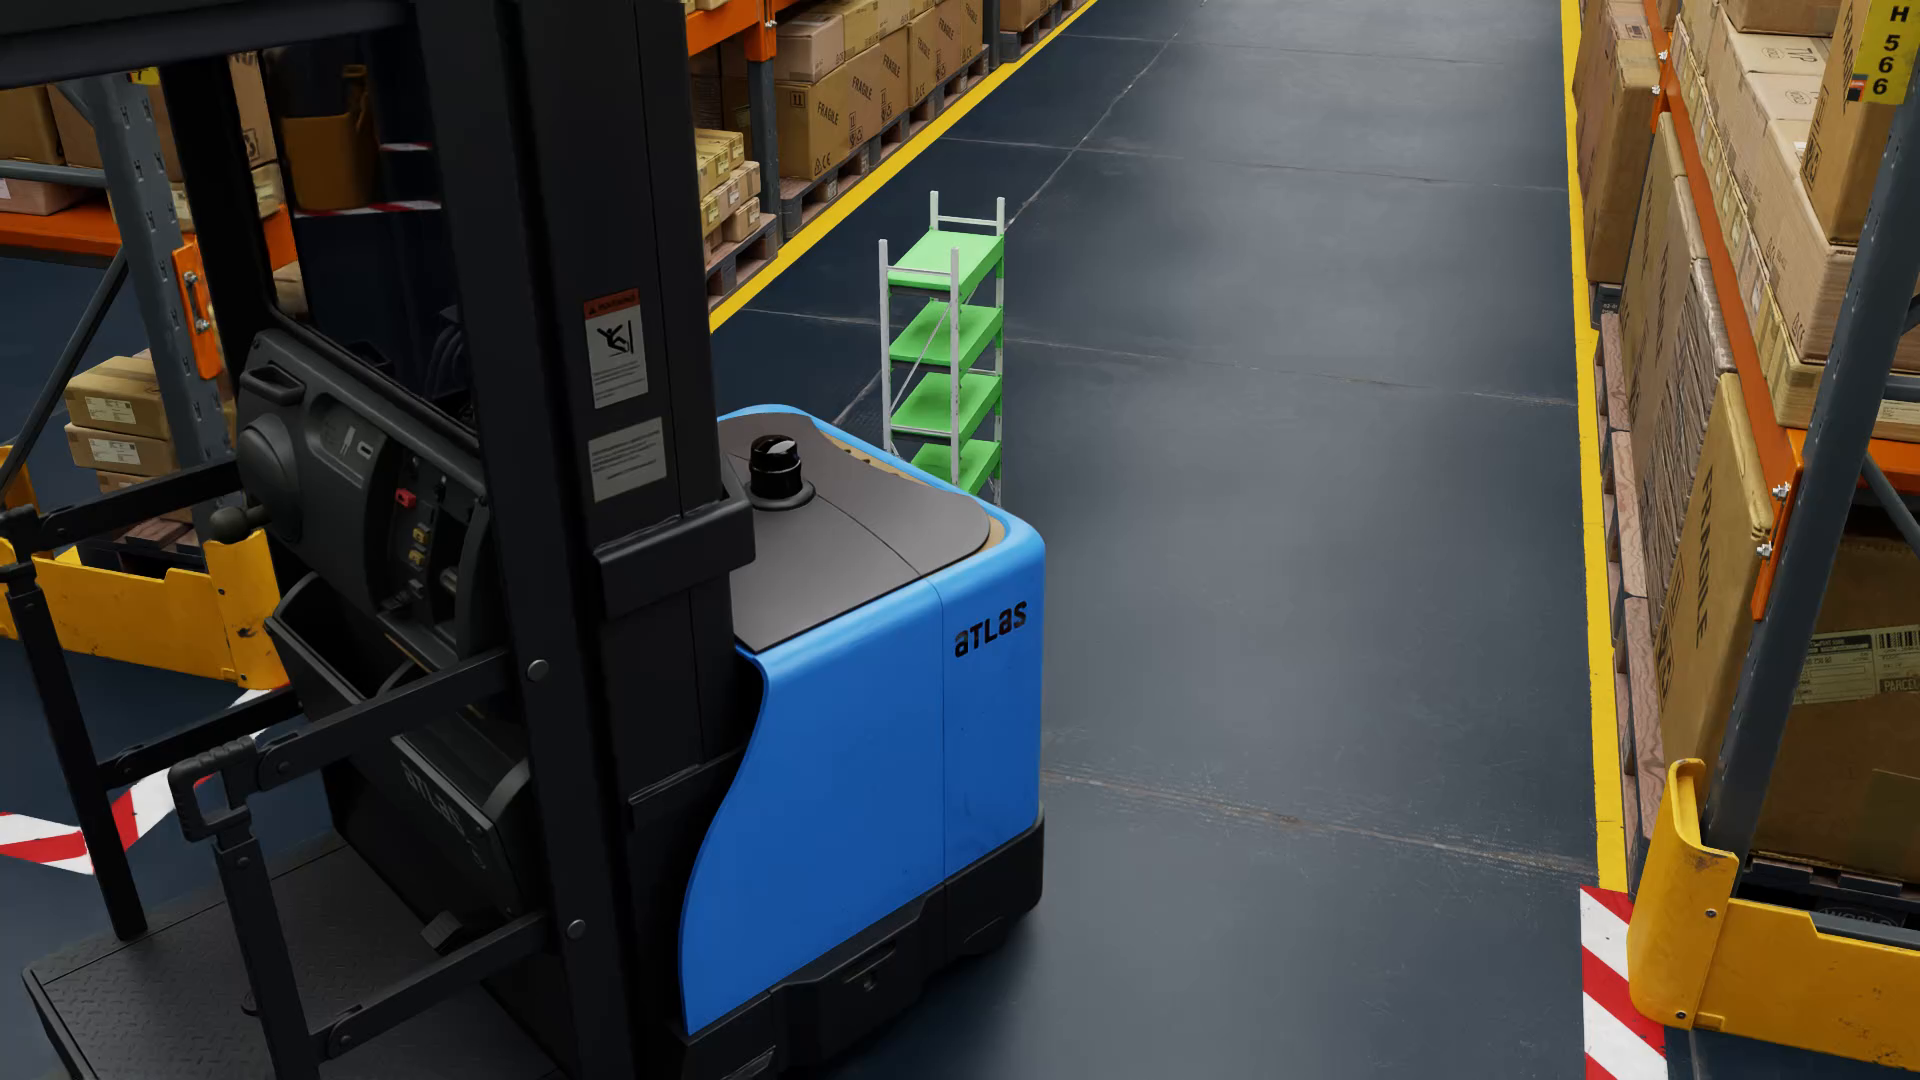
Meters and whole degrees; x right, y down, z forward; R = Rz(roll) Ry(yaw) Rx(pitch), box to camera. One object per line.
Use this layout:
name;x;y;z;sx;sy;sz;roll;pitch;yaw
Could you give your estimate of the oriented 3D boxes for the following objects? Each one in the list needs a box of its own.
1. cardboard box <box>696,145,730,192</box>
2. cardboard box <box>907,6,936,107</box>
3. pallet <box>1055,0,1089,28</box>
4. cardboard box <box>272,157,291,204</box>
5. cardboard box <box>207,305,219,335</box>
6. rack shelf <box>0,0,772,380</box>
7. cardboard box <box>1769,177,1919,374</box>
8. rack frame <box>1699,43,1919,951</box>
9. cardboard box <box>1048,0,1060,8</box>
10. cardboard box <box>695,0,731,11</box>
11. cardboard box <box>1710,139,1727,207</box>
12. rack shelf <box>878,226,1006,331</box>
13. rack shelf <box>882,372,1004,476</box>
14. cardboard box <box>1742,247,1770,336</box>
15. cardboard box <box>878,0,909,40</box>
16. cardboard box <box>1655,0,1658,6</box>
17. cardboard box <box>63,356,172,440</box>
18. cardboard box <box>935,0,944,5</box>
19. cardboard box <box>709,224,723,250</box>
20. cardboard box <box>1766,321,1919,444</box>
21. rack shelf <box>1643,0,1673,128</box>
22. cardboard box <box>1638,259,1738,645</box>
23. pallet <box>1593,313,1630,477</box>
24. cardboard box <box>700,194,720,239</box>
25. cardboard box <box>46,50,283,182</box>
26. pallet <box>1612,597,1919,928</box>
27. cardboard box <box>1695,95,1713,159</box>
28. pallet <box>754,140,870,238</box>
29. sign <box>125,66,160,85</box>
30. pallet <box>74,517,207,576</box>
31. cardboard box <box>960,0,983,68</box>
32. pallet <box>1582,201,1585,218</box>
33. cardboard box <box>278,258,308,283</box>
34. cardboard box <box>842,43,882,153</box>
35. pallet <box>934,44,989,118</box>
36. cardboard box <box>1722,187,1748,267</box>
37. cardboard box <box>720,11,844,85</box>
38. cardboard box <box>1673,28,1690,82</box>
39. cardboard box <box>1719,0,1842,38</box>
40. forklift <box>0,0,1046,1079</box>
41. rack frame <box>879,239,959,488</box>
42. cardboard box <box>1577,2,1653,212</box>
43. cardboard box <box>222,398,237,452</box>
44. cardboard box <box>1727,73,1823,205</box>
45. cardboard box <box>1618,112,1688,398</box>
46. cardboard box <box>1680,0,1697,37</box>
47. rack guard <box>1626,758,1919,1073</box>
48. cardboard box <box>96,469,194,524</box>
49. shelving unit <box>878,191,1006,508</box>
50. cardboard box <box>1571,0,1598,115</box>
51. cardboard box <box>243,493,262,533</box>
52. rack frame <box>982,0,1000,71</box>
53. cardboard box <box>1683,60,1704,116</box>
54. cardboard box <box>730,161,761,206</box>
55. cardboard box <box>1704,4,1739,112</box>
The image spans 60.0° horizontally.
cardboard box;-1.282;-1.712;7.631;0.380;0.149;0.250;9;30;15
cardboard box;-0.454;-2.960;10.124;0.500;0.500;0.500;7;30;13
pallet;0.448;-4.403;13.447;1.003;0.211;1.213;8;30;15
cardboard box;-2.120;-1.101;4.902;0.380;0.149;0.250;10;30;17
cardboard box;-2.567;-0.710;5.829;0.380;0.149;0.250;8;30;14
rack shelf;-1.977;-1.598;6.277;1.077;0.370;4.000;8;30;15
cardboard box;2.037;-0.556;3.511;0.500;0.250;0.500;8;30;14
rack frame;2.148;-0.228;3.074;1.000;3.000;0.127;8;30;15
cardboard box;0.303;-4.578;12.776;1.050;0.750;0.750;9;30;16
cardboard box;-1.221;-2.430;7.292;0.380;0.149;0.250;8;30;14
cardboard box;2.387;-1.041;4.794;0.380;0.149;0.250;9;30;16
rack shelf;-0.049;-0.811;5.118;0.258;0.148;0.480;8;30;15
rack shelf;-0.049;-0.392;5.351;0.258;0.148;0.480;8;30;15
cardboard box;2.088;-0.569;3.946;0.380;0.149;0.250;9;30;15
cardboard box;-0.612;-3.050;9.516;0.500;0.250;0.500;10;31;17
cardboard box;3.350;-2.616;7.264;0.500;0.500;0.500;9;30;16
cardboard box;-2.651;-0.463;5.385;0.380;0.149;0.250;9;30;15
cardboard box;-0.303;-3.528;10.374;0.500;0.250;0.500;9;30;16
cardboard box;-1.335;-1.440;7.753;0.380;0.149;0.250;9;30;16
cardboard box;1.938;-0.331;3.517;0.380;0.149;0.250;9;30;16
rack shelf;3.909;-2.702;8.262;1.077;0.370;4.000;8;30;15
cardboard box;2.527;-0.215;4.804;0.875;0.875;0.875;8;30;15
pallet;3.024;-0.526;6.479;1.003;0.211;1.213;8;30;15
cardboard box;-1.308;-1.463;7.489;0.380;0.149;0.250;7;30;13
cardboard box;-2.168;-1.326;4.639;0.500;0.500;0.500;10;31;17
pallet;2.308;0.608;4.440;1.003;0.211;1.213;8;30;15
cardboard box;2.537;-1.285;5.232;0.380;0.149;0.250;9;30;15
pallet;-1.163;-1.985;9.101;1.003;0.211;1.213;8;30;15
sign;-2.045;-1.284;4.082;0.100;0.325;0.005;8;30;15
pallet;-2.269;-0.172;5.842;1.003;0.211;1.213;8;30;15
cardboard box;-0.159;-3.449;11.003;0.500;0.500;0.500;8;30;15
pallet;3.833;-1.807;8.780;1.003;0.211;1.213;8;30;15
cardboard box;-2.405;-0.954;6.268;0.380;0.149;0.250;10;31;17
cardboard box;-0.766;-2.484;9.270;0.500;0.500;0.500;10;31;17
pallet;-0.446;-3.119;11.140;1.003;0.211;1.213;8;30;15
cardboard box;2.236;-0.806;4.371;0.380;0.149;0.250;8;30;14
cardboard box;-0.920;-2.566;8.645;0.500;0.250;0.500;7;30;13
cardboard box;2.840;-1.765;6.096;0.380;0.149;0.250;7;30;13
cardboard box;2.637;-1.823;5.018;0.500;0.500;0.500;8;30;13
forklift;-1.223;-0.048;2.822;3.031;2.935;1.130;-24;37;-36
rack frame;-0.120;-0.334;5.116;0.240;1.200;0.015;8;30;15
cardboard box;3.752;-2.058;8.117;1.225;0.875;0.875;7;30;13
cardboard box;-2.085;-0.375;5.228;0.380;0.149;0.250;7;30;13
cardboard box;2.335;-1.028;4.360;0.500;0.250;0.500;7;30;13
cardboard box;3.052;-1.047;6.300;0.875;0.875;0.875;8;30;15
cardboard box;2.934;-1.970;6.055;0.500;0.250;0.500;8;30;14
rack guard;2.141;0.875;3.662;1.175;0.500;0.348;8;30;15
cardboard box;-2.609;-0.195;5.515;0.380;0.149;0.250;9;30;16
shelving unit;-0.049;-0.447;5.320;0.258;1.200;0.503;8;30;15
cardboard box;4.274;-2.883;9.601;1.225;0.875;0.875;7;30;13
cardboard box;-2.104;-0.118;5.378;0.380;0.149;0.250;9;30;16
rack frame;-0.216;-4.701;11.114;1.000;3.000;0.127;8;30;15
cardboard box;2.688;-1.520;5.655;0.380;0.149;0.250;8;30;13
cardboard box;-1.178;-1.718;7.947;0.380;0.149;0.250;9;30;16
cardboard box;2.636;-1.498;5.206;0.500;0.250;0.500;9;30;16
